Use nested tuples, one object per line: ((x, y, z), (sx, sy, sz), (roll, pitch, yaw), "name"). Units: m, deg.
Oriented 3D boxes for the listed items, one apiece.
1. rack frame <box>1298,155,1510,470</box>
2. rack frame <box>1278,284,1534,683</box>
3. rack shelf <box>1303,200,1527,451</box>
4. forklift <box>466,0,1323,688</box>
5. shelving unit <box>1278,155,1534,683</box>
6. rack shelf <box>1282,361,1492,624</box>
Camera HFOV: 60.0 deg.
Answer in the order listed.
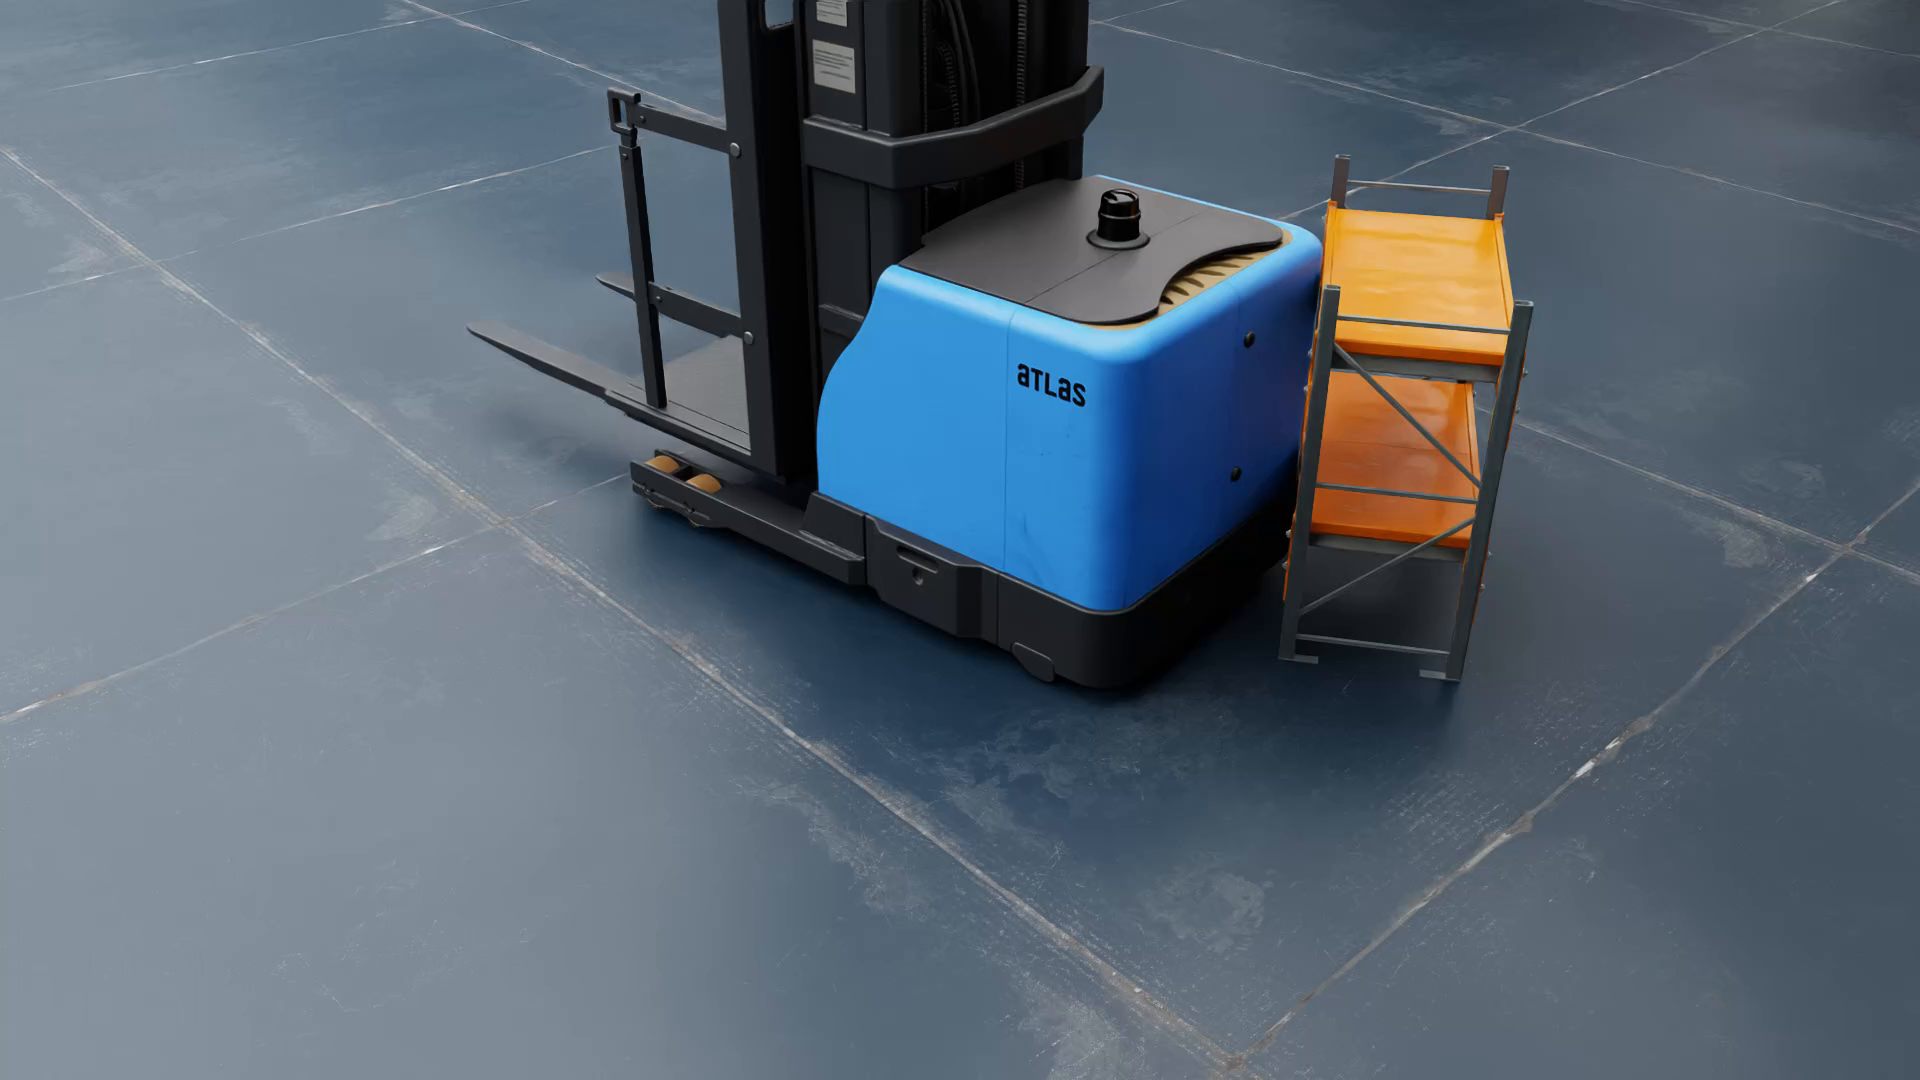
((1.367, -0.638, 5.216), (0.500, 1.125, 0.032), (7, 32, 11), "rack frame")
((1.145, -0.121, 4.369), (0.500, 1.125, 0.032), (7, 32, 11), "rack frame")
((1.256, -0.629, 4.640), (0.538, 0.278, 1.000), (7, 32, 11), "rack shelf")
((-0.438, -1.482, 4.863), (3.031, 2.935, 1.130), (23, 38, 33), "forklift")
((1.256, -0.379, 4.792), (0.538, 1.125, 1.048), (7, 32, 11), "shelving unit")
((1.256, -0.171, 4.920), (0.538, 0.278, 1.000), (7, 32, 11), "rack shelf")
